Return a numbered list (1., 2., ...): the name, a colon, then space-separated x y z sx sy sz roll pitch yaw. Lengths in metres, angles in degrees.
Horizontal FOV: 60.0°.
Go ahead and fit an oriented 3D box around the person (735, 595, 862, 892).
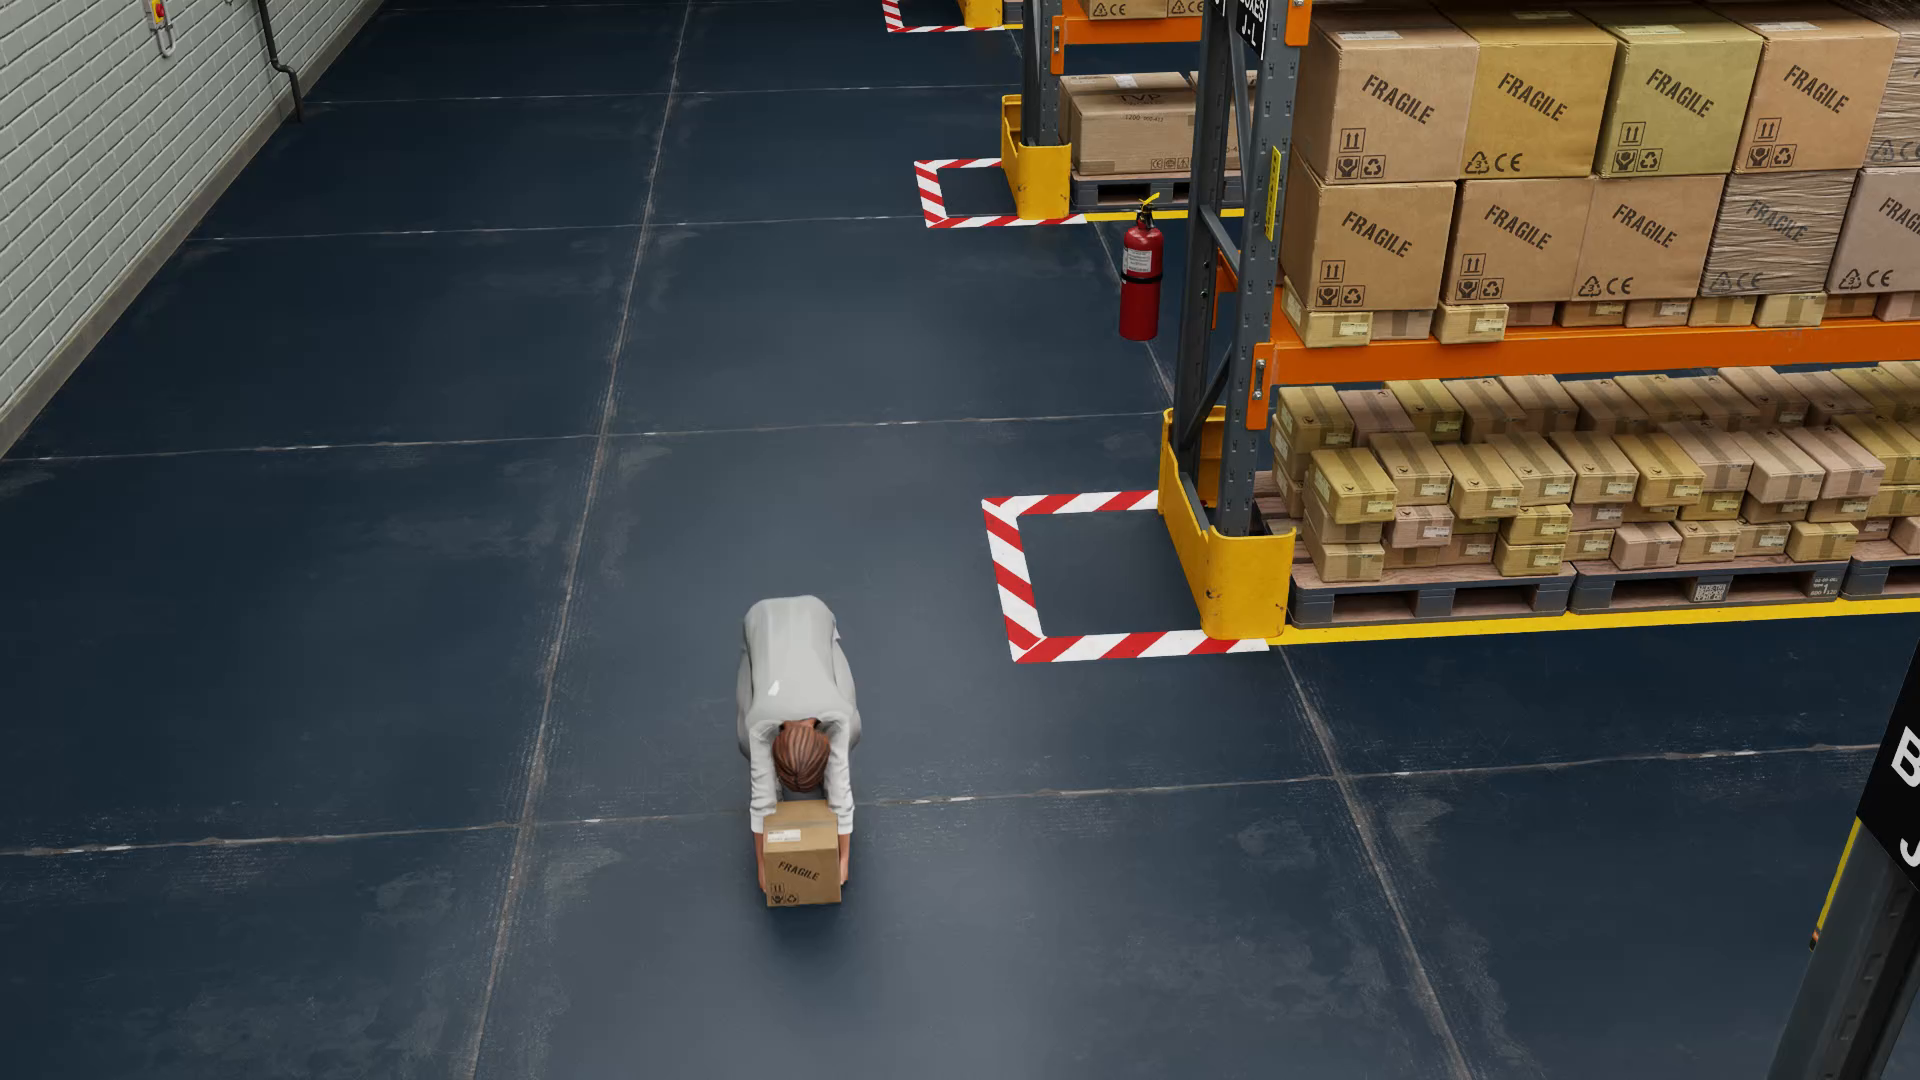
1. person: -0.561 0.678 5.819 0.432 0.807 0.864 -4 32 -7
